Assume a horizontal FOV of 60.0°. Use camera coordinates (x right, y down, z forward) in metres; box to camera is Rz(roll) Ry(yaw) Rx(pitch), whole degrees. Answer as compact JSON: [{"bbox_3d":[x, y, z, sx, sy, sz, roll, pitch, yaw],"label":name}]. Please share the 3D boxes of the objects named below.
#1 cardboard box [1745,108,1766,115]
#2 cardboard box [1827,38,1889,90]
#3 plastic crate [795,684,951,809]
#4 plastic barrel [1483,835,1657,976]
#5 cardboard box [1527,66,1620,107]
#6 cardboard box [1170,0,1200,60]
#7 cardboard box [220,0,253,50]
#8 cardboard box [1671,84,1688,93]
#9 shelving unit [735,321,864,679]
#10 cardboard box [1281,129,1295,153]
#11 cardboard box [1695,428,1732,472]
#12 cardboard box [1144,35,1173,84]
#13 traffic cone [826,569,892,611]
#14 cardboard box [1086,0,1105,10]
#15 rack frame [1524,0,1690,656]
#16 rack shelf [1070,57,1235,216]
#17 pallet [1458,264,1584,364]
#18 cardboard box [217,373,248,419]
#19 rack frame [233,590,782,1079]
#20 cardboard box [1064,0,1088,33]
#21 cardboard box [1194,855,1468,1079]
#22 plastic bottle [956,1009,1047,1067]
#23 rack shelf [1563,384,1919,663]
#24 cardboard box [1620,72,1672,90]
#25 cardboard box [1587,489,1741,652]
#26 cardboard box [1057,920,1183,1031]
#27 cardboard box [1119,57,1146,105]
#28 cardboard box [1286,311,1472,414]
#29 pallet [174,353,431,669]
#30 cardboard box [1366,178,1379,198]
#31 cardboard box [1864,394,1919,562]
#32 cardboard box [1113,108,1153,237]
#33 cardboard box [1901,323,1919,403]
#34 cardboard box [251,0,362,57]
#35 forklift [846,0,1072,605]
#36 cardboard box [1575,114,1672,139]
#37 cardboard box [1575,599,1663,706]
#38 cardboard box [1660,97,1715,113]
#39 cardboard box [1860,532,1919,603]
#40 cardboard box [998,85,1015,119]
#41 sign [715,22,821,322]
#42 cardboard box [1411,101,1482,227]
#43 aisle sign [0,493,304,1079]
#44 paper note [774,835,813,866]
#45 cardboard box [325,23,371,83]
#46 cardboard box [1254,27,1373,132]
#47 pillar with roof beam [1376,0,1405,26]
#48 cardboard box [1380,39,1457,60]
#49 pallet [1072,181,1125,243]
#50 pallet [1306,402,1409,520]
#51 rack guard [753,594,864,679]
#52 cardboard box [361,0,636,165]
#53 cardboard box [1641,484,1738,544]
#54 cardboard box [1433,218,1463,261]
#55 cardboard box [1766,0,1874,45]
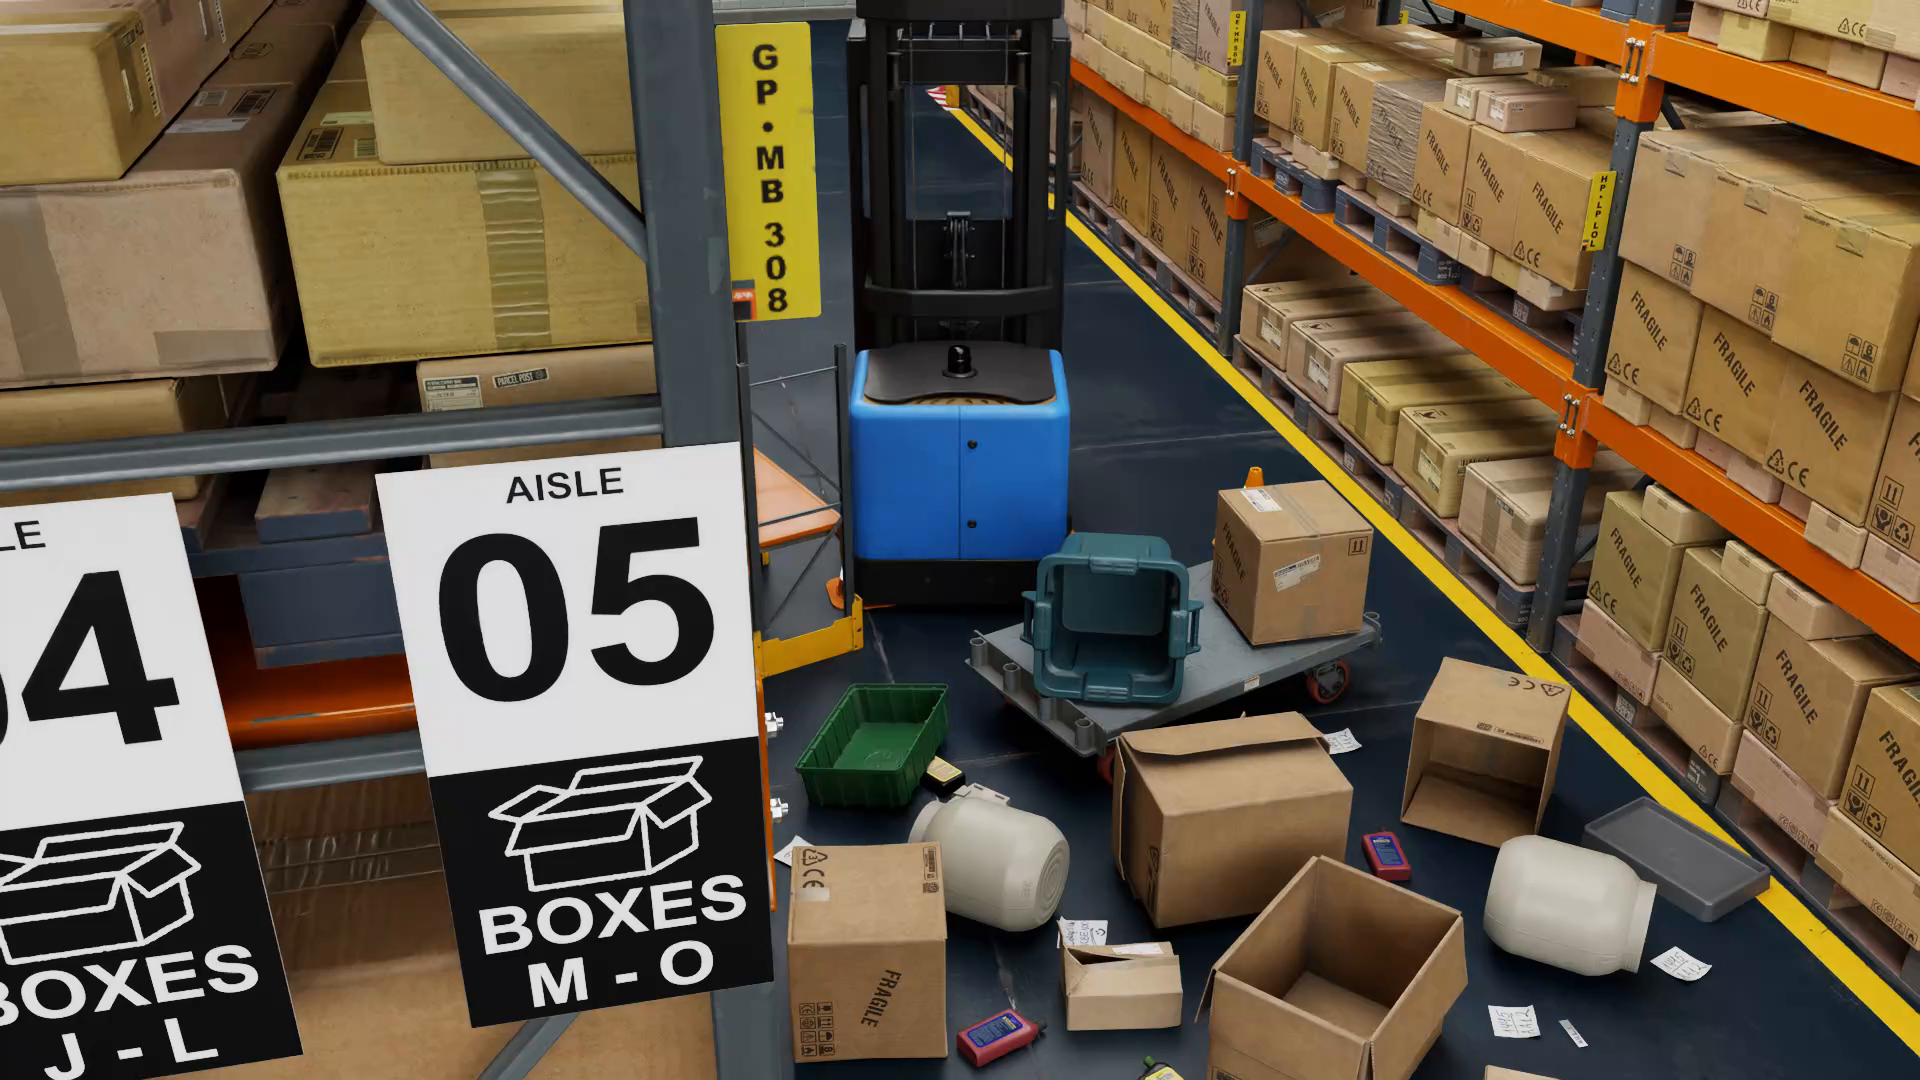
[{"bbox_3d":[6.878,-3.565,14.072,0.380,0.149,0.250,-6,27,-11],"label":"cardboard box"},{"bbox_3d":[3.165,-1.615,5.571,0.380,0.149,0.250,-5,27,-10],"label":"cardboard box"},{"bbox_3d":[-0.336,0.838,6.818,0.450,0.188,0.662,-2,25,20],"label":"plastic crate"},{"bbox_3d":[2.109,1.271,5.762,0.512,0.421,0.421,13,30,24],"label":"plastic barrel"},{"bbox_3d":[3.042,-2.245,8.243,0.380,0.149,0.250,-4,27,-9],"label":"cardboard box"},{"bbox_3d":[1.752,-3.554,11.242,0.500,0.500,0.500,-5,27,-11],"label":"cardboard box"},{"bbox_3d":[-1.329,-0.843,2.580,0.380,0.149,0.250,-5,27,-11],"label":"cardboard box"},{"bbox_3d":[6.609,-4.014,14.961,0.380,0.149,0.250,-6,27,-12],"label":"cardboard box"},{"bbox_3d":[-0.977,-0.306,7.691,0.587,1.500,1.083,-16,31,-28],"label":"shelving unit"},{"bbox_3d":[2.170,-2.424,10.037,0.380,0.149,0.250,-8,28,-15],"label":"cardboard box"},{"bbox_3d":[3.104,-0.380,6.453,0.380,0.149,0.250,-6,27,-12],"label":"cardboard box"},{"bbox_3d":[1.636,-3.429,11.825,0.500,0.250,0.500,-7,28,-13],"label":"cardboard box"},{"bbox_3d":[-0.483,0.055,8.127,0.336,0.463,0.334,-6,27,-12],"label":"traffic cone"},{"bbox_3d":[1.306,-4.442,13.001,0.500,0.500,0.500,-6,27,-12],"label":"cardboard box"},{"bbox_3d":[3.148,-0.882,7.169,1.000,3.000,0.127,-6,27,-12],"label":"rack frame"},{"bbox_3d":[1.796,-3.195,12.549,1.077,0.370,4.000,-6,27,-12],"label":"rack shelf"},{"bbox_3d":[3.118,-1.147,7.906,1.003,0.211,1.213,-6,27,-12],"label":"pallet"},{"bbox_3d":[-1.211,-0.260,2.310,0.380,0.149,0.250,-6,27,-11],"label":"cardboard box"},{"bbox_3d":[-0.750,1.421,2.606,1.000,3.000,0.127,-6,27,-12],"label":"rack frame"},{"bbox_3d":[1.170,-4.329,13.609,0.500,0.250,0.500,-7,28,-13],"label":"cardboard box"},{"bbox_3d":[1.187,1.474,5.271,0.637,0.503,0.797,19,32,32],"label":"cardboard box"},{"bbox_3d":[0.141,1.623,5.467,0.283,0.061,0.133,-16,31,-29],"label":"plastic bottle"},{"bbox_3d":[3.599,0.317,5.591,1.077,0.370,4.000,-6,27,-12],"label":"rack shelf"},{"bbox_3d":[6.108,-4.100,14.802,0.380,0.149,0.250,-7,28,-14],"label":"cardboard box"},{"bbox_3d":[3.018,0.110,6.957,0.500,0.500,0.500,-5,27,-9],"label":"cardboard box"},{"bbox_3d":[0.530,1.453,5.576,0.396,0.266,0.258,-1,27,-3],"label":"cardboard box"},{"bbox_3d":[1.509,-3.433,12.389,0.500,0.250,0.500,-6,27,-12],"label":"cardboard box"},{"bbox_3d":[2.539,-1.080,10.012,0.950,0.372,0.625,-6,27,-13],"label":"cardboard box"},{"bbox_3d":[-0.927,-0.203,2.593,1.003,0.211,1.213,-6,27,-12],"label":"pallet"},{"bbox_3d":[2.461,-1.959,9.115,0.380,0.149,0.250,-5,27,-10],"label":"cardboard box"},{"bbox_3d":[3.346,-0.179,5.334,0.500,0.500,0.500,-6,27,-11],"label":"cardboard box"},{"bbox_3d":[1.774,-2.973,13.204,0.875,0.875,0.875,-5,27,-10],"label":"cardboard box"},{"bbox_3d":[3.423,-0.621,5.102,0.700,0.500,0.500,-6,27,-12],"label":"cardboard box"},{"bbox_3d":[-1.357,-0.843,3.021,0.500,0.250,0.500,-6,27,-12],"label":"cardboard box"},{"bbox_3d":[-0.008,-1.616,8.700,1.130,2.935,3.031,0,27,0],"label":"forklift"},{"bbox_3d":[3.209,-1.702,7.886,0.500,0.500,0.500,-6,27,-11],"label":"cardboard box"},{"bbox_3d":[3.018,0.444,7.126,0.500,0.250,0.500,-7,28,-14],"label":"cardboard box"},{"bbox_3d":[6.284,-3.732,14.404,0.380,0.149,0.250,-6,27,-12],"label":"cardboard box"},{"bbox_3d":[3.270,0.071,5.559,0.380,0.149,0.250,-6,27,-12],"label":"cardboard box"},{"bbox_3d":[0.905,-4.513,16.740,0.875,0.438,0.875,-5,27,-10],"label":"cardboard box"},{"bbox_3d":[-0.208,-0.397,1.822,0.100,0.325,0.005,-6,27,-12],"label":"sign"},{"bbox_3d":[2.597,-1.871,8.221,0.500,0.500,0.500,-5,27,-10],"label":"cardboard box"},{"bbox_3d":[-1.026,0.322,1.898,0.394,0.787,0.004,-6,27,-12],"label":"aisle sign"},{"bbox_3d":[-0.618,1.193,6.351,0.142,0.020,0.147,19,32,32],"label":"paper note"},{"bbox_3d":[-0.724,-0.677,2.692,0.500,0.250,0.500,-6,27,-12],"label":"cardboard box"},{"bbox_3d":[2.123,-2.782,10.026,0.500,0.500,0.500,-7,28,-13],"label":"cardboard box"},{"bbox_3d":[1.356,-10.172,18.916,9.100,9.000,0.400,-6,27,-12],"label":"pillar with roof beam"},{"bbox_3d":[2.747,-2.606,9.677,0.500,0.500,0.500,-6,27,-12],"label":"cardboard box"},{"bbox_3d":[1.593,-2.818,14.099,1.003,0.211,1.213,-6,27,-12],"label":"pallet"},{"bbox_3d":[2.693,-0.516,9.537,1.003,0.211,1.213,-6,27,-12],"label":"pallet"},{"bbox_3d":[-0.714,0.443,7.596,0.587,0.250,0.087,-16,31,-28],"label":"rack guard"},{"bbox_3d":[-0.515,-0.573,2.044,0.380,0.149,0.250,-6,27,-11],"label":"cardboard box"},{"bbox_3d":[2.988,-0.119,6.690,0.380,0.149,0.250,-6,27,-11],"label":"cardboard box"},{"bbox_3d":[2.567,-1.494,8.193,0.380,0.149,0.250,-6,27,-11],"label":"cardboard box"},{"bbox_3d":[3.106,-1.841,5.575,0.500,0.250,0.500,-6,27,-12],"label":"cardboard box"}]
